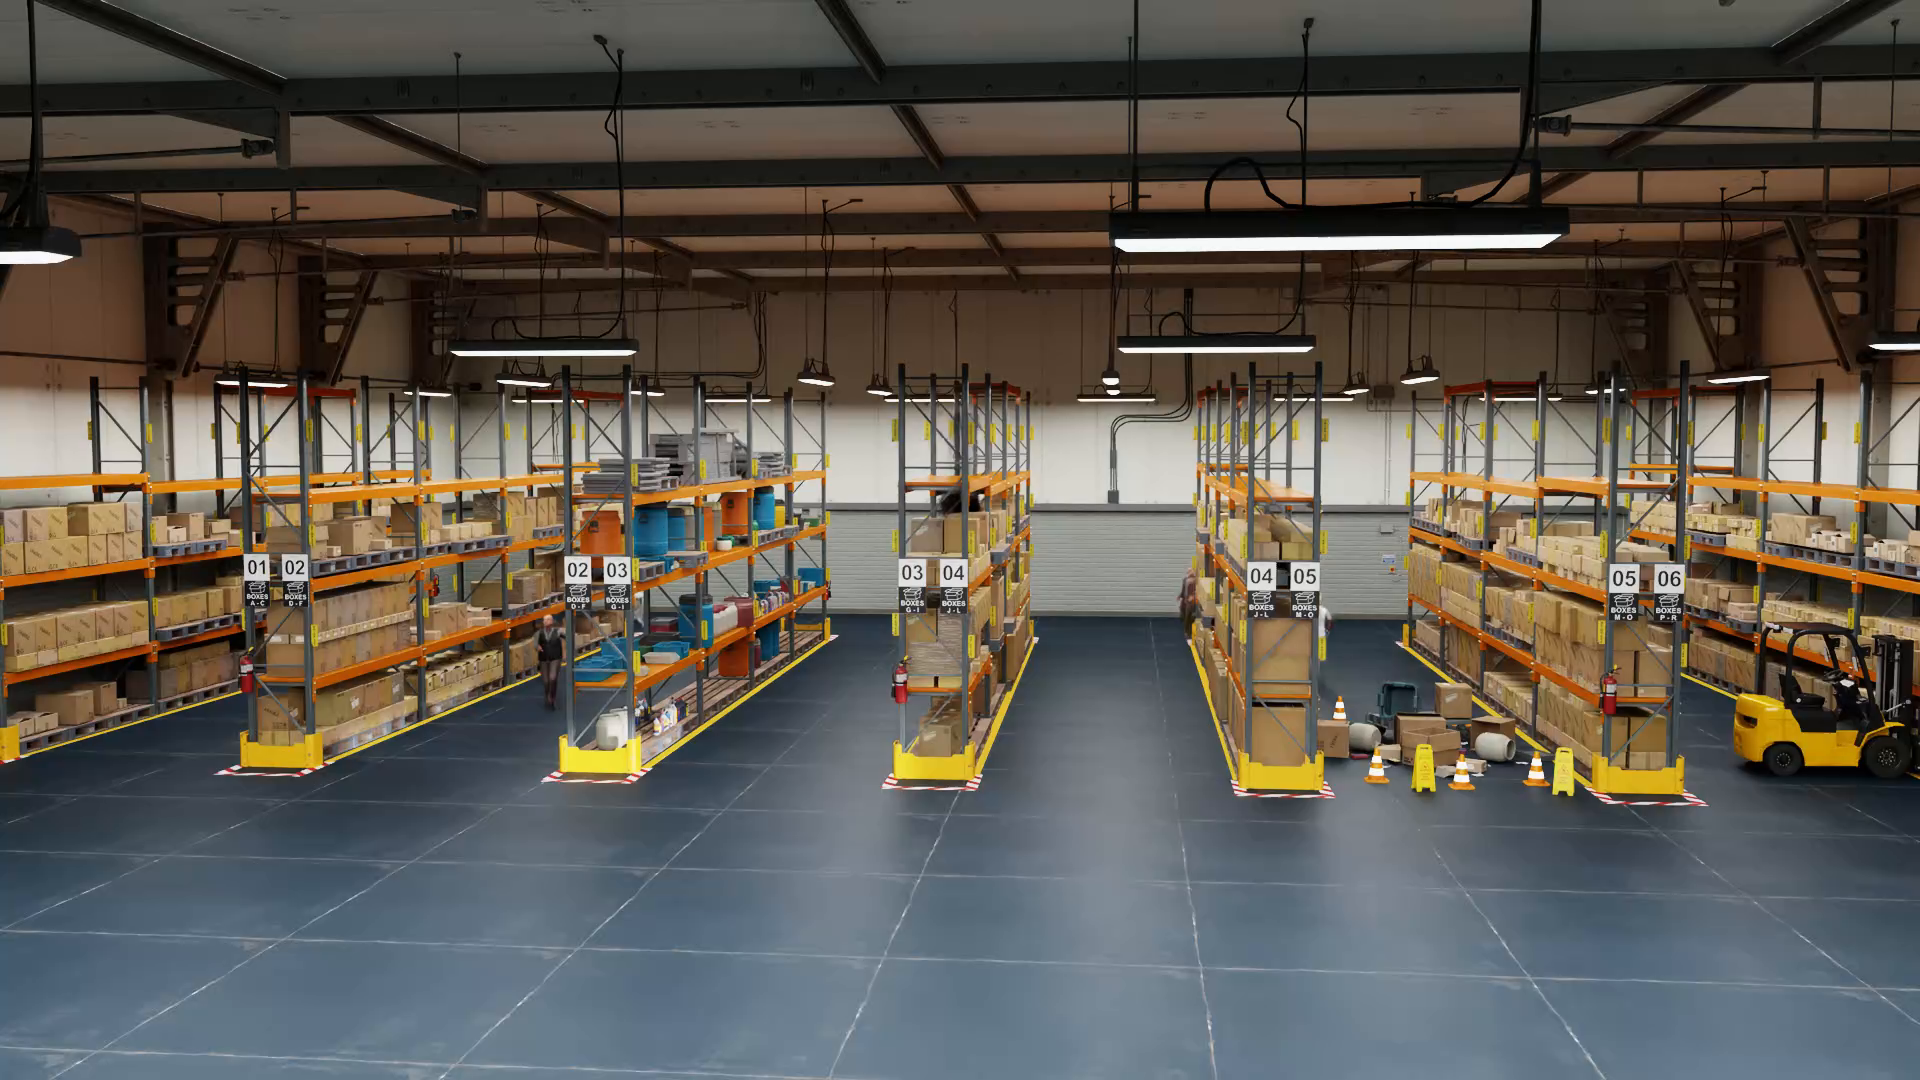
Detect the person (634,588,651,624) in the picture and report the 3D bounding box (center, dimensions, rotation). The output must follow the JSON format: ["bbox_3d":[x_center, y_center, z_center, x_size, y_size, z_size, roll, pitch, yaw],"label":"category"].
[{"bbox_3d":[-8.210,1.337,43.096,0.670,1.835,0.955,-3,5,-43],"label":"person"}]

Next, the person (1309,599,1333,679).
[{"bbox_3d":[7.179,1.963,33.647,0.688,1.755,0.802,0,4,3],"label":"person"}]

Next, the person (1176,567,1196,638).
[{"bbox_3d":[5.685,1.522,40.830,0.678,1.736,0.710,-3,5,-40],"label":"person"}]

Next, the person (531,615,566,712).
[{"bbox_3d":[-7.435,2.231,30.185,0.658,1.756,0.748,0,4,1],"label":"person"}]
